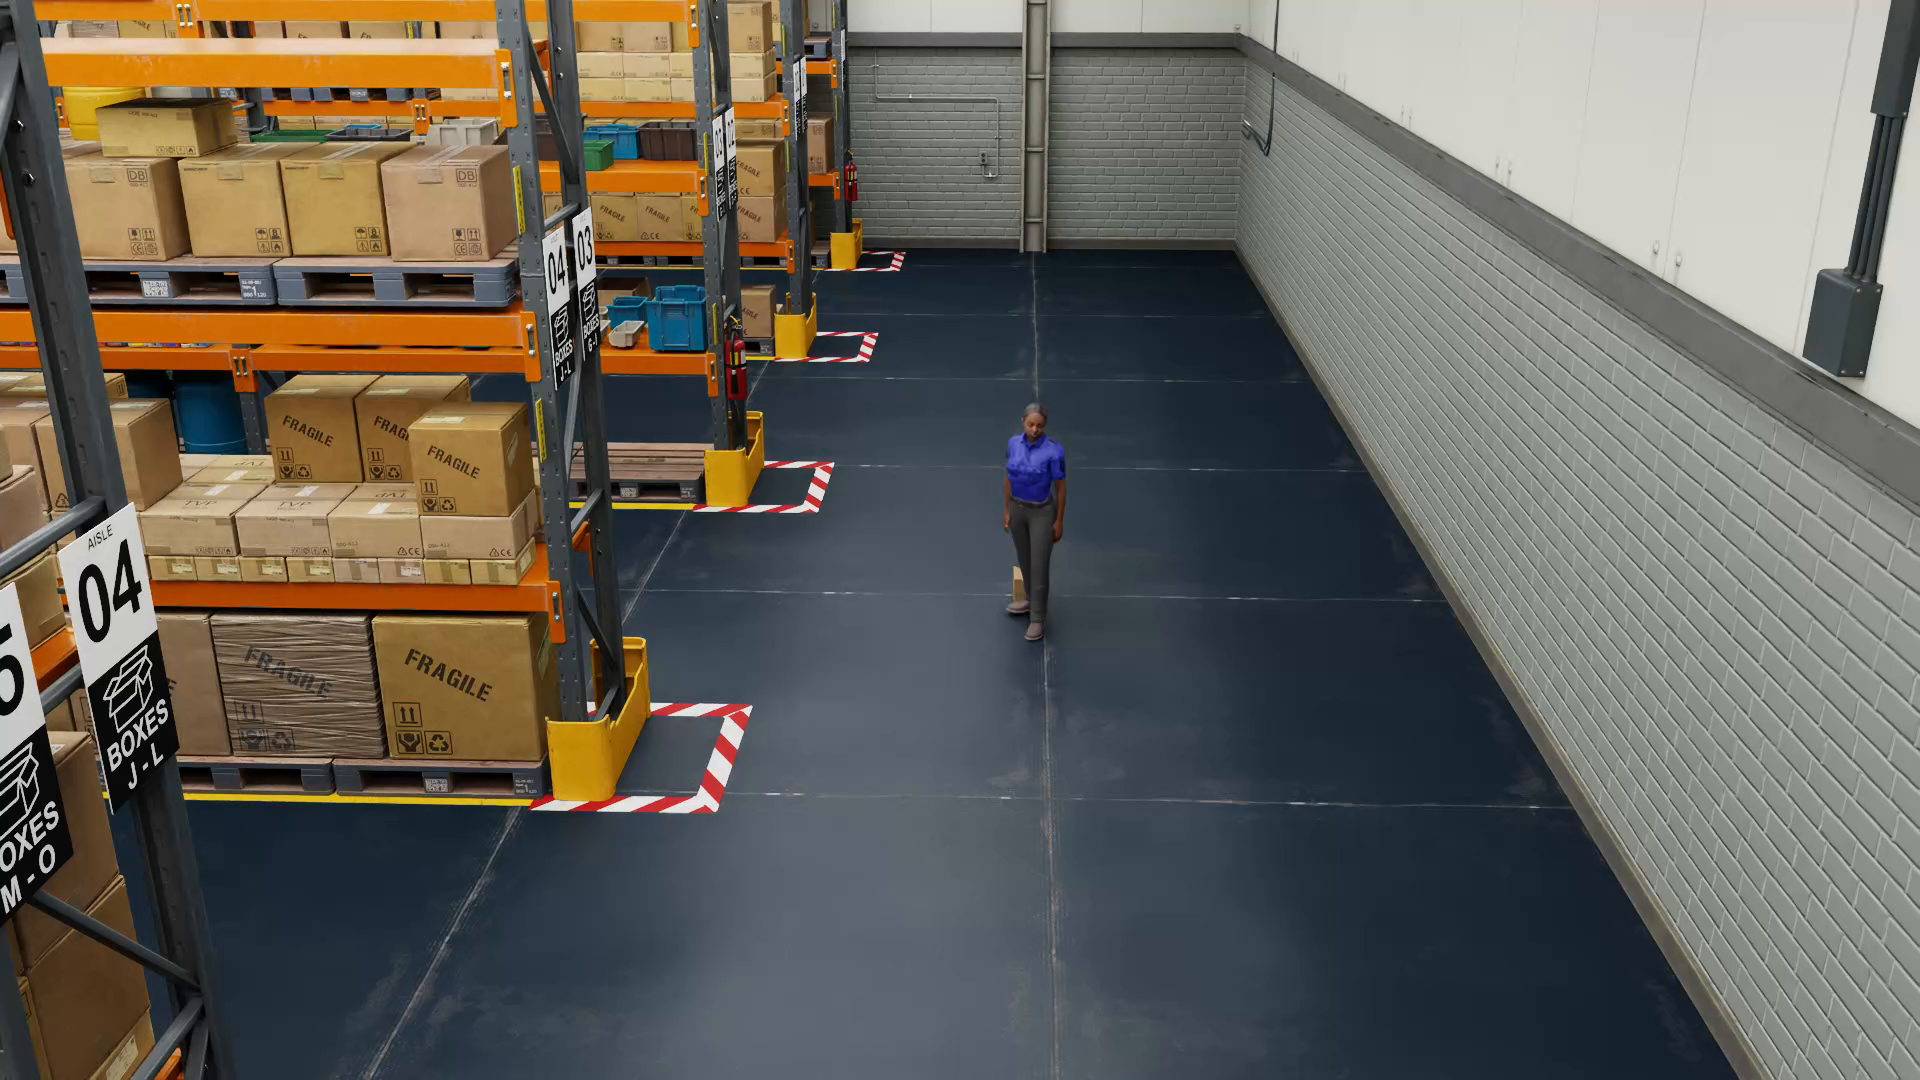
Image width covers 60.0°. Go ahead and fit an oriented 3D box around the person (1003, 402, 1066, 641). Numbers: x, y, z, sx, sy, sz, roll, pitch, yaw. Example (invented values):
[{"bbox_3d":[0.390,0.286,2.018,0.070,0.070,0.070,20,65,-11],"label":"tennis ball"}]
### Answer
[{"bbox_3d":[0.504,-0.174,11.539,0.487,1.655,0.548,14,25,32],"label":"person"}]
